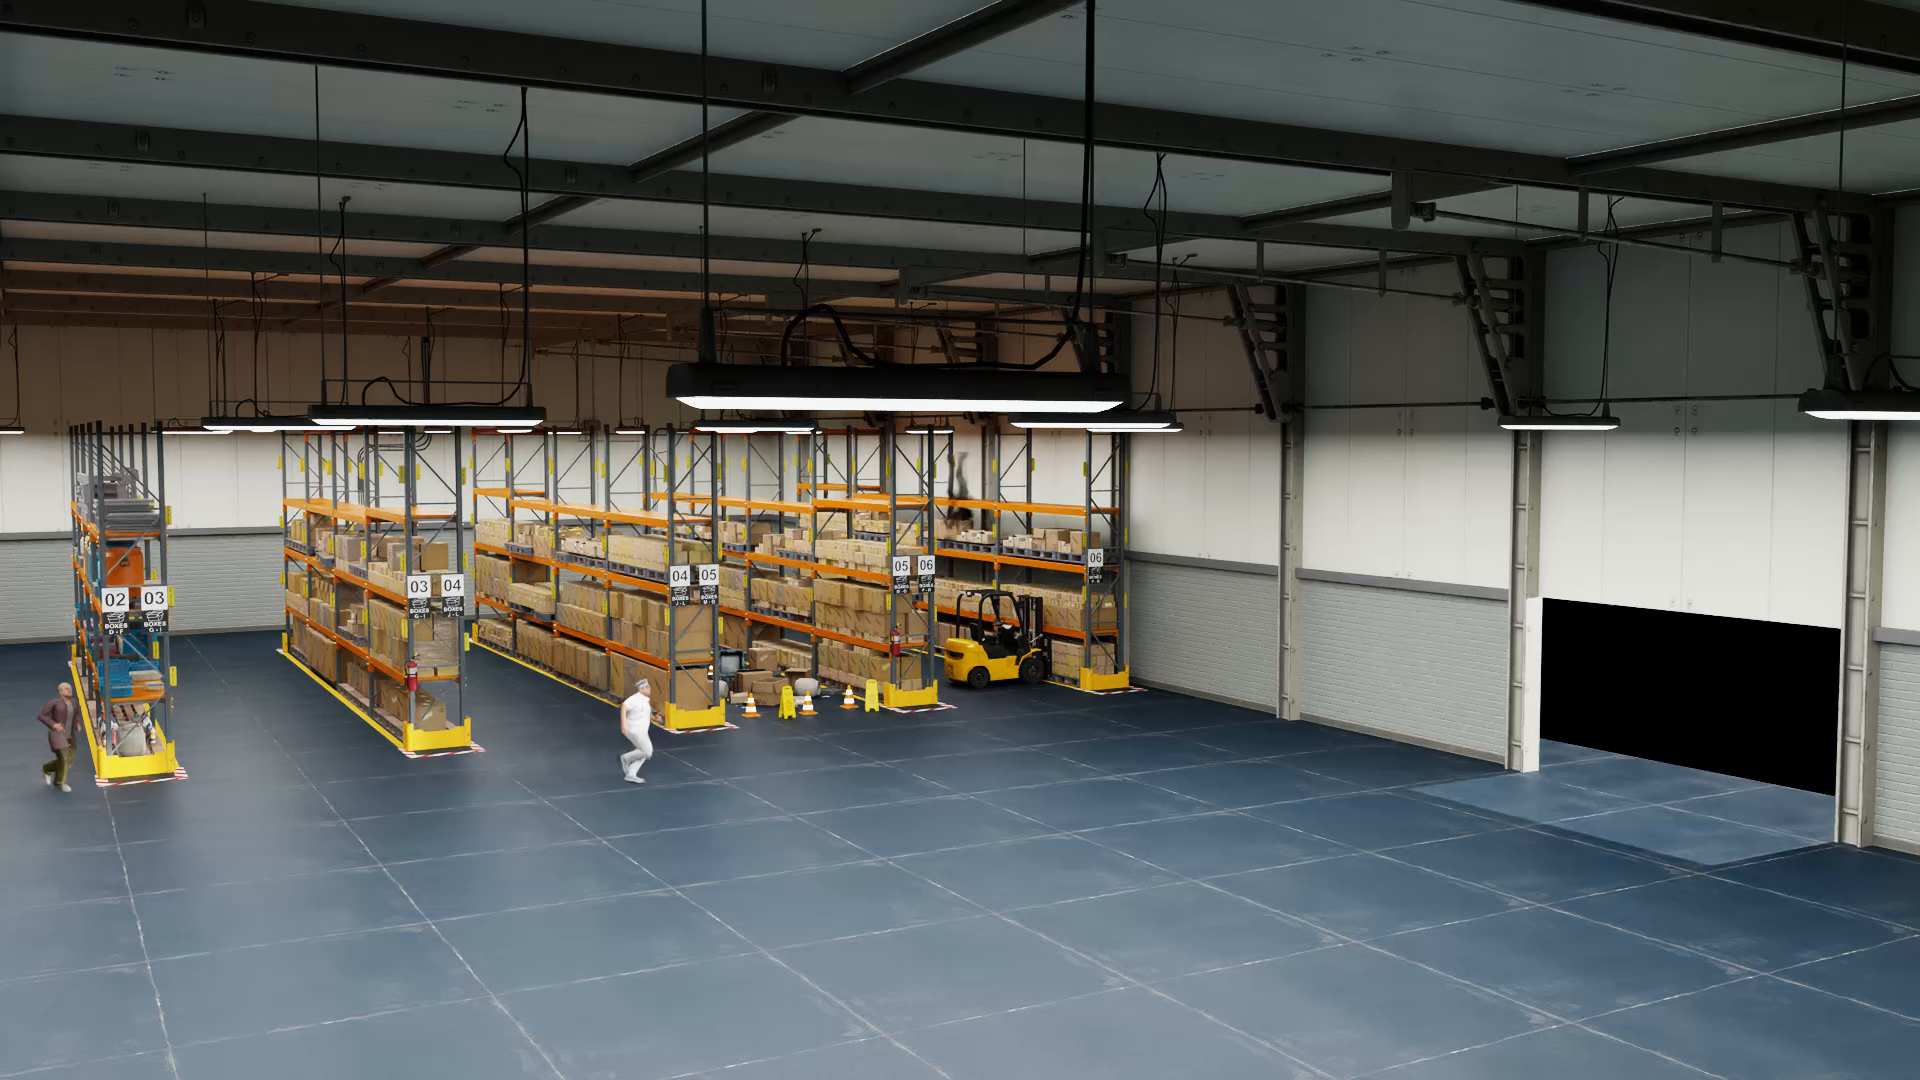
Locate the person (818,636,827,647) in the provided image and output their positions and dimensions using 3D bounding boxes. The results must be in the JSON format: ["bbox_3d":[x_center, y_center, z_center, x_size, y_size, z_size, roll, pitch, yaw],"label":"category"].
[{"bbox_3d":[-3.565,2.201,43.204,0.580,1.684,0.913,-3,4,-38],"label":"person"}]

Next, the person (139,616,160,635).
[{"bbox_3d":[-21.556,2.127,44.359,0.783,1.698,0.649,-1,4,-22],"label":"person"}]

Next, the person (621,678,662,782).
[{"bbox_3d":[-5.285,3.160,27.597,0.668,1.734,0.706,0,4,7],"label":"person"}]

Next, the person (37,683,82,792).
[{"bbox_3d":[-14.668,3.197,27.124,0.722,1.734,0.750,1,4,23],"label":"person"}]
